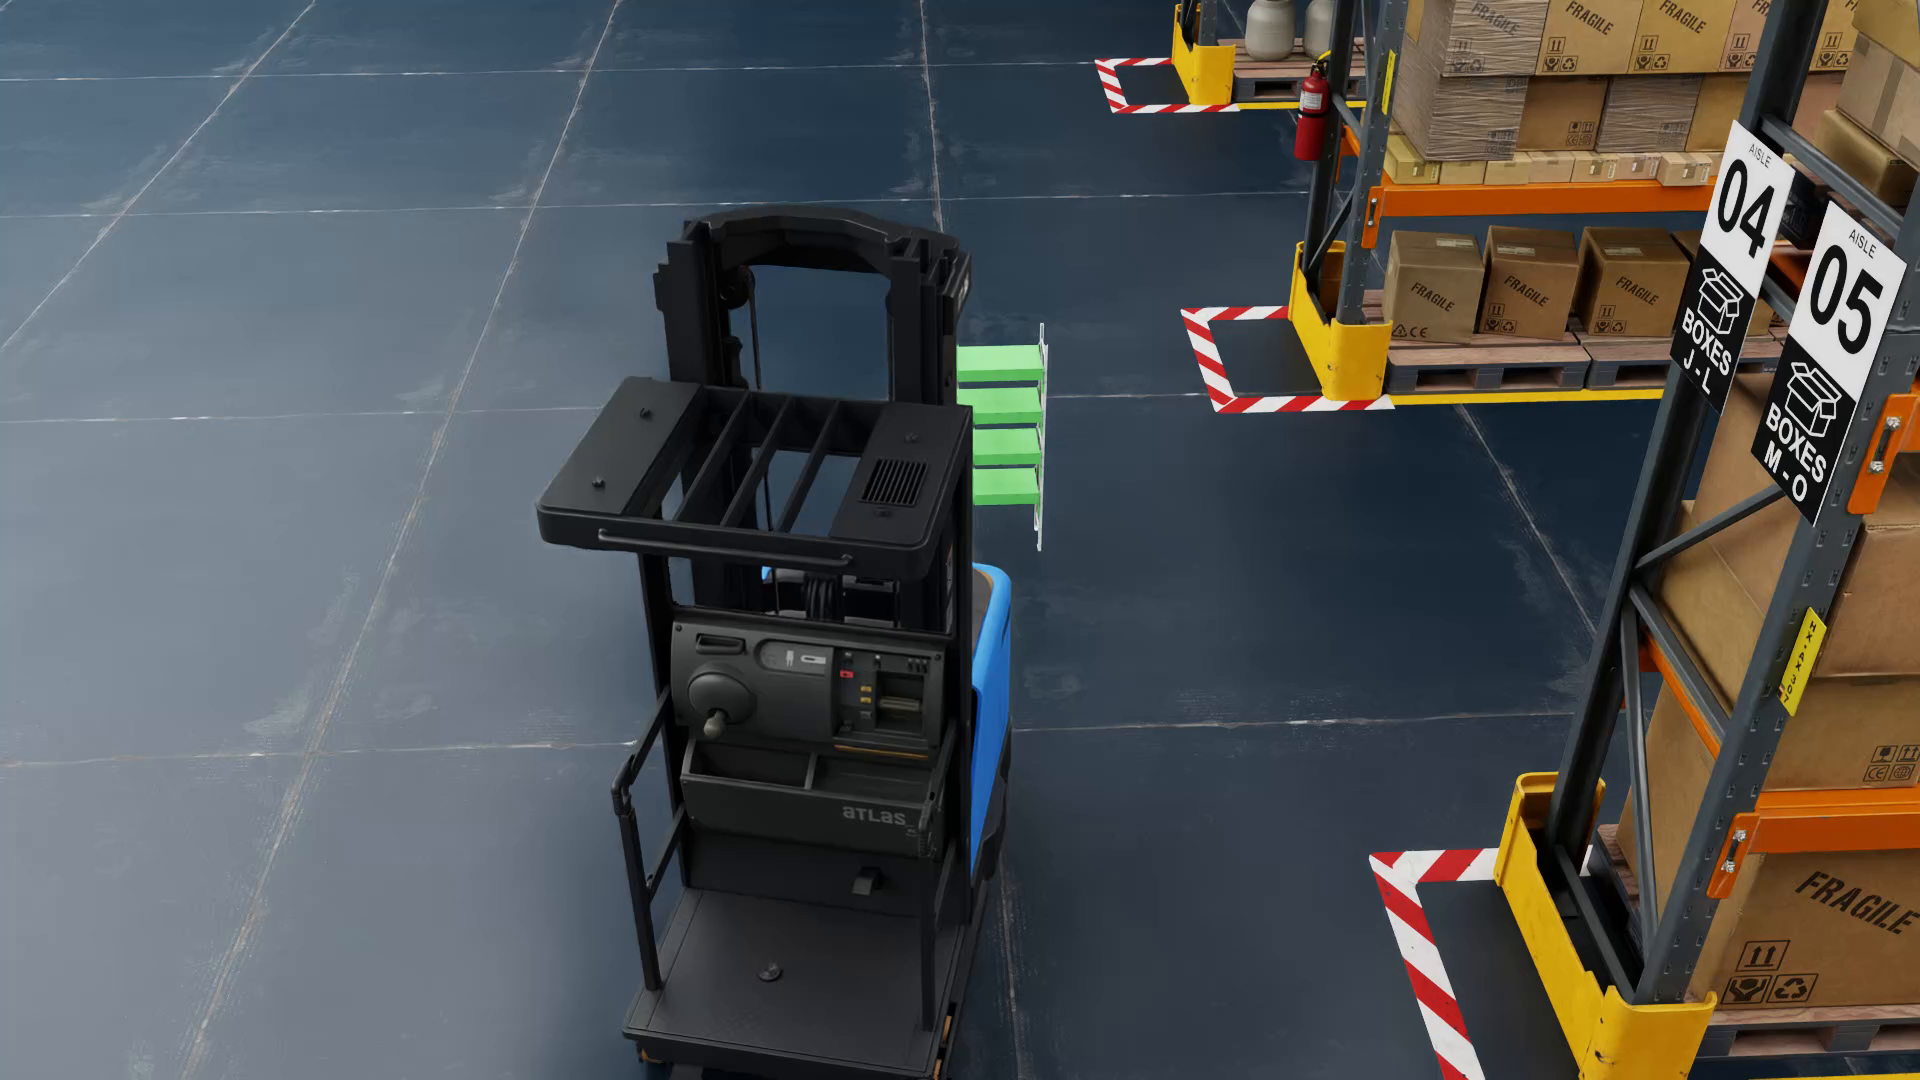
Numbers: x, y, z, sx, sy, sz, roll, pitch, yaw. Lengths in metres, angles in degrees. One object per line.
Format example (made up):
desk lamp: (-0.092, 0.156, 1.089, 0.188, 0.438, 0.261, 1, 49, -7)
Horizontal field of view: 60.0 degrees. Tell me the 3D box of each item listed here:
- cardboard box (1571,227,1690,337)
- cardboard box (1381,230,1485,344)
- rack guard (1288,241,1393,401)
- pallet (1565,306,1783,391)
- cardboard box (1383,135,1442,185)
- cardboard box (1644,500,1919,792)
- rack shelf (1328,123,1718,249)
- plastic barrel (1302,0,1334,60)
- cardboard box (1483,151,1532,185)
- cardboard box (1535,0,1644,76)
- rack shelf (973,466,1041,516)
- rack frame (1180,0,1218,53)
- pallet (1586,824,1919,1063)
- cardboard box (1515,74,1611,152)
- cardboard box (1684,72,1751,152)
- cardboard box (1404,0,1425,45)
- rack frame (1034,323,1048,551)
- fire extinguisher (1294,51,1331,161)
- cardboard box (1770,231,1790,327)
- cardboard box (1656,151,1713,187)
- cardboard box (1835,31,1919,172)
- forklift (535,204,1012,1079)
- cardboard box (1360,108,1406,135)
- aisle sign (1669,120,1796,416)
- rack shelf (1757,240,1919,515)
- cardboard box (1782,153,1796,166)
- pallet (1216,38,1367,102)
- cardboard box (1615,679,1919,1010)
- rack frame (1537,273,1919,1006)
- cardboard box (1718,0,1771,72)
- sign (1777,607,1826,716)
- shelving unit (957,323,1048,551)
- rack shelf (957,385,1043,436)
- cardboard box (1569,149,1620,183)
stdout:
cardboard box: (4.108, -1.591, 10.241, 0.500, 0.500, 0.500, 2, 35, 2)
cardboard box: (2.886, -1.550, 10.181, 0.500, 0.500, 0.500, 5, 35, 7)
rack guard: (2.337, -1.372, 10.293, 0.348, 0.500, 1.175, -2, 35, -2)
pallet: (4.366, -1.286, 10.423, 1.213, 0.211, 1.003, -2, 35, -2)
cardboard box: (2.557, -2.167, 9.465, 0.250, 0.149, 0.380, -2, 35, -2)
cardboard box: (2.764, 0.327, 5.510, 0.550, 0.550, 0.875, -2, 35, -2)
rack shelf: (4.259, -2.156, 9.861, 4.000, 0.370, 1.077, -2, 35, -2)
plastic barrel: (3.181, -4.437, 14.343, 0.421, 0.512, 0.421, 0, 35, 0)
cardboard box: (3.058, -2.161, 9.457, 0.250, 0.149, 0.380, -2, 35, -2)
cardboard box: (3.323, -2.842, 8.992, 0.500, 0.500, 0.500, -2, 35, -2)
rack shelf: (0.165, -0.248, 8.588, 0.480, 0.148, 0.258, -2, 35, -2)
rack frame: (2.027, -5.213, 13.647, 0.127, 3.000, 1.000, -2, 35, -2)
pallet: (3.190, 1.505, 6.390, 1.213, 0.211, 1.003, -2, 35, -2)
cardboard box: (3.306, -2.642, 9.582, 0.500, 0.500, 0.875, -2, 35, -2)
cardboard box: (4.307, -2.638, 9.576, 0.500, 0.500, 0.875, -2, 35, -2)
cardboard box: (2.799, -3.128, 9.405, 0.500, 0.500, 0.500, -2, 35, -2)
rack frame: (0.409, -0.504, 8.424, 0.015, 1.200, 0.240, -2, 35, -2)
fire extinguisher: (2.125, -2.625, 9.975, 0.183, 0.674, 0.296, -2, 35, -2)
cardboard box: (5.284, -1.642, 10.315, 0.500, 0.500, 0.500, 9, 36, 13)
cardboard box: (4.060, -2.152, 9.444, 0.250, 0.149, 0.380, -2, 35, -2)
cardboard box: (2.871, -1.255, 4.706, 0.500, 0.250, 0.500, -1, 35, -2)
forklift: (-0.547, 0.558, 5.367, 1.130, 2.935, 3.031, 6, 35, 8)
cardboard box: (2.536, -2.419, 9.831, 0.250, 0.149, 0.380, -2, 35, -2)
aisle sign: (2.310, -0.813, 5.005, 0.004, 0.787, 0.394, -2, 35, -2)
rack shelf: (4.393, -0.567, 4.930, 4.000, 0.370, 1.077, -2, 35, -2)
cardboard box: (4.557, -2.197, 9.510, 0.250, 0.149, 0.380, -2, 35, -2)
pallet: (2.912, -4.114, 14.509, 1.213, 0.211, 1.003, -2, 35, -2)
cardboard box: (3.070, 1.070, 6.067, 0.875, 0.875, 0.875, -1, 35, -2)
rack frame: (2.395, 0.425, 5.501, 0.127, 3.000, 1.000, -2, 35, -2)
cardboard box: (4.322, -2.873, 9.037, 0.500, 0.500, 0.500, -2, 35, -2)
sign: (2.416, 0.352, 4.776, 0.005, 0.325, 0.100, -2, 35, -2)
shelving unit: (0.165, -0.498, 8.415, 0.503, 1.200, 0.258, -2, 35, -2)
rack shelf: (0.165, -0.643, 8.315, 0.480, 0.148, 0.258, -2, 35, -2)
cardboard box: (3.557, -2.182, 9.487, 0.250, 0.149, 0.380, -2, 35, -2)
